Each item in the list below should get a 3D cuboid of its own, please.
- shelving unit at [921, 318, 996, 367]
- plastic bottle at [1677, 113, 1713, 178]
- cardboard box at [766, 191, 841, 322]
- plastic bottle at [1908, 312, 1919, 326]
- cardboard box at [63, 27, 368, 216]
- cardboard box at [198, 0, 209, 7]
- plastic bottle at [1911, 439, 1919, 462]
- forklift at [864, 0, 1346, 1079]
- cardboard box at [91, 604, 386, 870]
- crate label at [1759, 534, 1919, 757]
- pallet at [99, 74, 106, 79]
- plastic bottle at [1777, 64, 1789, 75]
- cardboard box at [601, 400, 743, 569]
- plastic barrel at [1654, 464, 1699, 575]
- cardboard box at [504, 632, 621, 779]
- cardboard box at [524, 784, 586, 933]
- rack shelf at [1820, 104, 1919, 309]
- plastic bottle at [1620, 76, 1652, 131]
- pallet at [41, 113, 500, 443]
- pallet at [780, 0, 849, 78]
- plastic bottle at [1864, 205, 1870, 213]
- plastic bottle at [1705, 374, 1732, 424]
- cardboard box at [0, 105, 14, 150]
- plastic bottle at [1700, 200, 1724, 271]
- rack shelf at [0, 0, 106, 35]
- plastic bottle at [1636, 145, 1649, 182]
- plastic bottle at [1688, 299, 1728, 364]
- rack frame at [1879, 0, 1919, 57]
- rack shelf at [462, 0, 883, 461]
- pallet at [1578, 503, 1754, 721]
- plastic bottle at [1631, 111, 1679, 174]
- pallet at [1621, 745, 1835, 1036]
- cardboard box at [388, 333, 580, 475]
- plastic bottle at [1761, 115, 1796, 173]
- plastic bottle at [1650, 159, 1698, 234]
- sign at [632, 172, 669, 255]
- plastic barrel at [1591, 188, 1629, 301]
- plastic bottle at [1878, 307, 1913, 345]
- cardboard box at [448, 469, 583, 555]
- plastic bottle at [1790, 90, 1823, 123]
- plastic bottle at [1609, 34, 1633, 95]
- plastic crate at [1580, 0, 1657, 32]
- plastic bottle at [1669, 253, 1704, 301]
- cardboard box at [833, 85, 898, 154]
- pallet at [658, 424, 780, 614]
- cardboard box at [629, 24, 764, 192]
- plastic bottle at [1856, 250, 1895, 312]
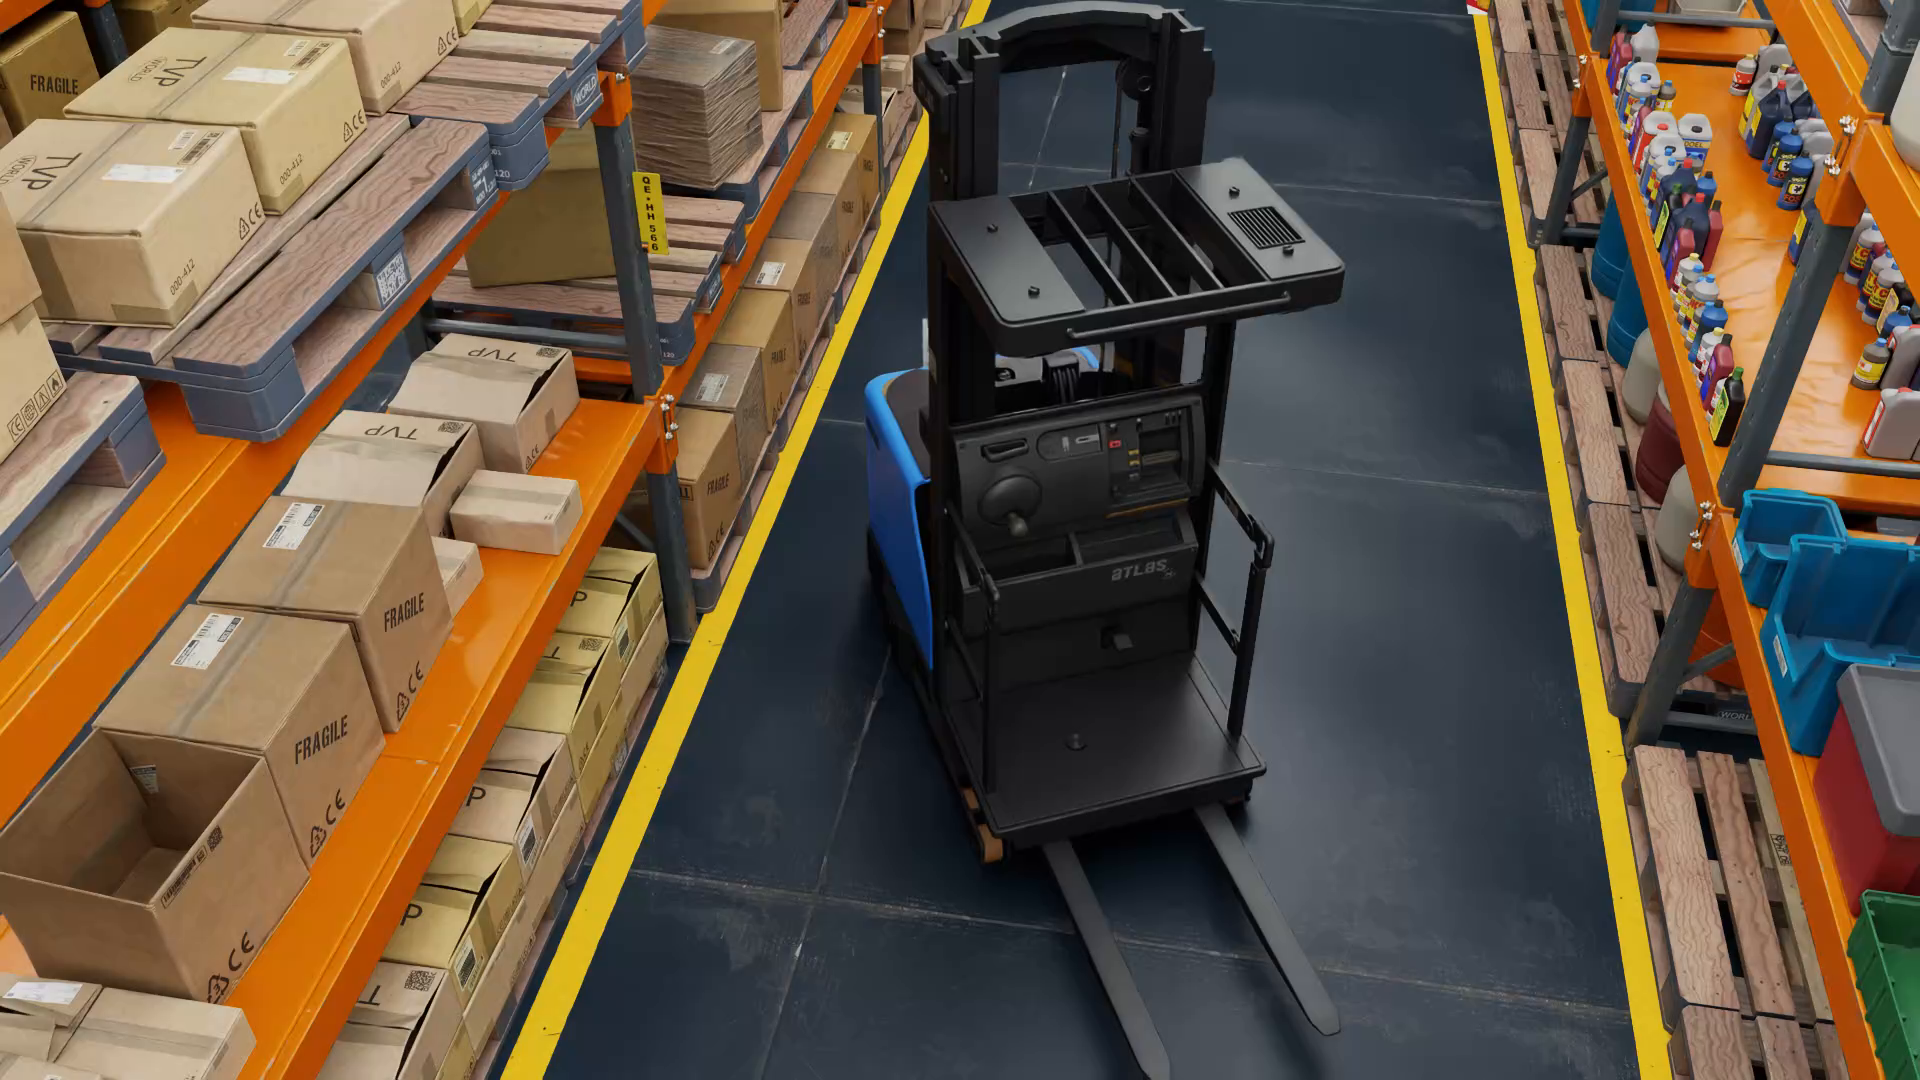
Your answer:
[{"bbox_3d":[0.001,-0.622,7.658,0.258,1.200,0.503,6,40,8],"label":"shelving unit"},{"bbox_3d":[3.441,-1.858,7.837,0.152,0.276,0.135,6,40,8],"label":"plastic bottle"},{"bbox_3d":[-0.956,-1.541,8.974,0.500,0.500,0.500,7,40,8],"label":"cardboard box"},{"bbox_3d":[3.756,-0.802,6.554,0.061,0.283,0.133,6,40,8],"label":"plastic bottle"},{"bbox_3d":[-1.870,-1.071,4.222,0.500,0.250,0.500,6,40,7],"label":"cardboard box"},{"bbox_3d":[-5.531,-3.816,11.740,0.700,0.500,0.500,6,40,7],"label":"cardboard box"},{"bbox_3d":[3.607,-0.430,6.110,0.152,0.276,0.135,6,40,8],"label":"plastic bottle"},{"bbox_3d":[0.502,-0.184,5.769,1.130,2.935,3.031,-11,41,-13],"label":"forklift"},{"bbox_3d":[-2.029,0.557,4.741,0.500,0.500,0.500,6,40,8],"label":"cardboard box"},{"bbox_3d":[2.776,0.338,5.056,0.502,0.435,0.616,6,40,8],"label":"crate label"},{"bbox_3d":[-5.642,-3.238,11.598,1.003,0.211,1.213,6,40,8],"label":"pallet"},{"bbox_3d":[4.164,-2.317,8.451,0.097,0.201,0.097,0,40,0],"label":"plastic bottle"},{"bbox_3d":[-1.303,-0.250,7.412,0.500,0.500,0.500,8,40,10],"label":"cardboard box"},{"bbox_3d":[3.292,-0.118,7.258,0.421,0.512,0.421,0,40,0],"label":"plastic barrel"},{"bbox_3d":[-1.595,0.574,6.186,0.500,0.311,0.500,6,40,7],"label":"cardboard box"},{"bbox_3d":[-1.690,1.104,5.986,0.500,0.250,0.500,7,40,9],"label":"cardboard box"},{"bbox_3d":[2.868,0.135,3.540,1.077,0.370,4.000,6,40,8],"label":"rack shelf"},{"bbox_3d":[3.341,-2.154,8.200,0.097,0.271,0.097,0,40,0],"label":"plastic bottle"},{"bbox_3d":[-1.884,-0.735,4.177,1.003,0.211,1.213,8,40,10],"label":"pallet"},{"bbox_3d":[-1.217,-2.737,8.954,1.003,0.211,1.213,6,40,8],"label":"pallet"},{"bbox_3d":[3.879,-1.429,7.259,0.144,0.351,0.185,6,40,8],"label":"plastic bottle"},{"bbox_3d":[2.902,-0.536,6.297,0.097,0.201,0.097,0,40,0],"label":"plastic bottle"},{"bbox_3d":[-5.986,-2.197,9.508,0.750,0.750,0.750,8,40,9],"label":"cardboard box"},{"bbox_3d":[3.236,-1.315,7.175,0.061,0.283,0.133,6,40,8],"label":"plastic bottle"},{"bbox_3d":[-6.197,-2.312,8.854,1.077,0.370,4.000,6,40,8],"label":"rack shelf"},{"bbox_3d":[3.244,-1.776,7.797,0.097,0.201,0.097,0,40,0],"label":"plastic bottle"},{"bbox_3d":[2.976,-0.830,6.598,0.097,0.271,0.097,0,40,0],"label":"plastic bottle"},{"bbox_3d":[3.214,-2.554,3.873,1.000,3.000,0.127,6,40,8],"label":"rack frame"},{"bbox_3d":[-1.318,-1.768,8.196,1.077,0.370,4.000,6,40,8],"label":"rack shelf"},{"bbox_3d":[3.310,0.334,7.278,1.003,0.211,1.213,6,40,8],"label":"pallet"},{"bbox_3d":[3.291,-1.875,7.857,0.152,0.276,0.135,6,40,8],"label":"plastic bottle"},{"bbox_3d":[3.042,1.315,6.091,1.003,0.211,1.213,6,40,8],"label":"pallet"},{"bbox_3d":[-1.770,-0.532,6.207,0.500,0.311,0.500,9,40,10],"label":"cardboard box"},{"bbox_3d":[3.880,-1.876,7.862,0.097,0.271,0.097,0,40,0],"label":"plastic bottle"},{"bbox_3d":[3.186,-1.536,7.389,0.144,0.351,0.185,6,40,8],"label":"plastic bottle"},{"bbox_3d":[-1.116,-1.177,6.008,0.100,0.325,0.005,6,40,8],"label":"sign"},{"bbox_3d":[3.796,-1.766,8.945,0.600,0.901,0.708,6,40,8],"label":"plastic barrel"},{"bbox_3d":[3.675,-0.795,6.555,0.097,0.271,0.097,0,40,0],"label":"plastic bottle"},{"bbox_3d":[-1.547,-0.098,5.809,0.380,0.149,0.250,6,40,8],"label":"cardboard box"},{"bbox_3d":[4.038,-2.004,7.955,0.144,0.351,0.185,6,40,8],"label":"plastic bottle"},{"bbox_3d":[3.400,-2.440,8.536,0.061,0.283,0.133,6,40,8],"label":"plastic bottle"},{"bbox_3d":[3.651,-3.100,9.207,0.392,0.384,0.575,6,40,8],"label":"plastic crate"},{"bbox_3d":[3.060,-1.109,6.990,0.097,0.201,0.097,0,40,0],"label":"plastic bottle"},{"bbox_3d":[-0.686,-2.673,10.491,0.500,0.311,0.500,6,40,8],"label":"cardboard box"},{"bbox_3d":[-1.497,-0.180,7.899,1.003,0.211,1.213,6,40,8],"label":"pallet"},{"bbox_3d":[-1.319,-1.951,7.445,0.700,0.500,0.500,14,42,16],"label":"cardboard box"},{"bbox_3d":[3.814,-1.078,6.897,0.097,0.271,0.097,0,40,0],"label":"plastic bottle"}]
